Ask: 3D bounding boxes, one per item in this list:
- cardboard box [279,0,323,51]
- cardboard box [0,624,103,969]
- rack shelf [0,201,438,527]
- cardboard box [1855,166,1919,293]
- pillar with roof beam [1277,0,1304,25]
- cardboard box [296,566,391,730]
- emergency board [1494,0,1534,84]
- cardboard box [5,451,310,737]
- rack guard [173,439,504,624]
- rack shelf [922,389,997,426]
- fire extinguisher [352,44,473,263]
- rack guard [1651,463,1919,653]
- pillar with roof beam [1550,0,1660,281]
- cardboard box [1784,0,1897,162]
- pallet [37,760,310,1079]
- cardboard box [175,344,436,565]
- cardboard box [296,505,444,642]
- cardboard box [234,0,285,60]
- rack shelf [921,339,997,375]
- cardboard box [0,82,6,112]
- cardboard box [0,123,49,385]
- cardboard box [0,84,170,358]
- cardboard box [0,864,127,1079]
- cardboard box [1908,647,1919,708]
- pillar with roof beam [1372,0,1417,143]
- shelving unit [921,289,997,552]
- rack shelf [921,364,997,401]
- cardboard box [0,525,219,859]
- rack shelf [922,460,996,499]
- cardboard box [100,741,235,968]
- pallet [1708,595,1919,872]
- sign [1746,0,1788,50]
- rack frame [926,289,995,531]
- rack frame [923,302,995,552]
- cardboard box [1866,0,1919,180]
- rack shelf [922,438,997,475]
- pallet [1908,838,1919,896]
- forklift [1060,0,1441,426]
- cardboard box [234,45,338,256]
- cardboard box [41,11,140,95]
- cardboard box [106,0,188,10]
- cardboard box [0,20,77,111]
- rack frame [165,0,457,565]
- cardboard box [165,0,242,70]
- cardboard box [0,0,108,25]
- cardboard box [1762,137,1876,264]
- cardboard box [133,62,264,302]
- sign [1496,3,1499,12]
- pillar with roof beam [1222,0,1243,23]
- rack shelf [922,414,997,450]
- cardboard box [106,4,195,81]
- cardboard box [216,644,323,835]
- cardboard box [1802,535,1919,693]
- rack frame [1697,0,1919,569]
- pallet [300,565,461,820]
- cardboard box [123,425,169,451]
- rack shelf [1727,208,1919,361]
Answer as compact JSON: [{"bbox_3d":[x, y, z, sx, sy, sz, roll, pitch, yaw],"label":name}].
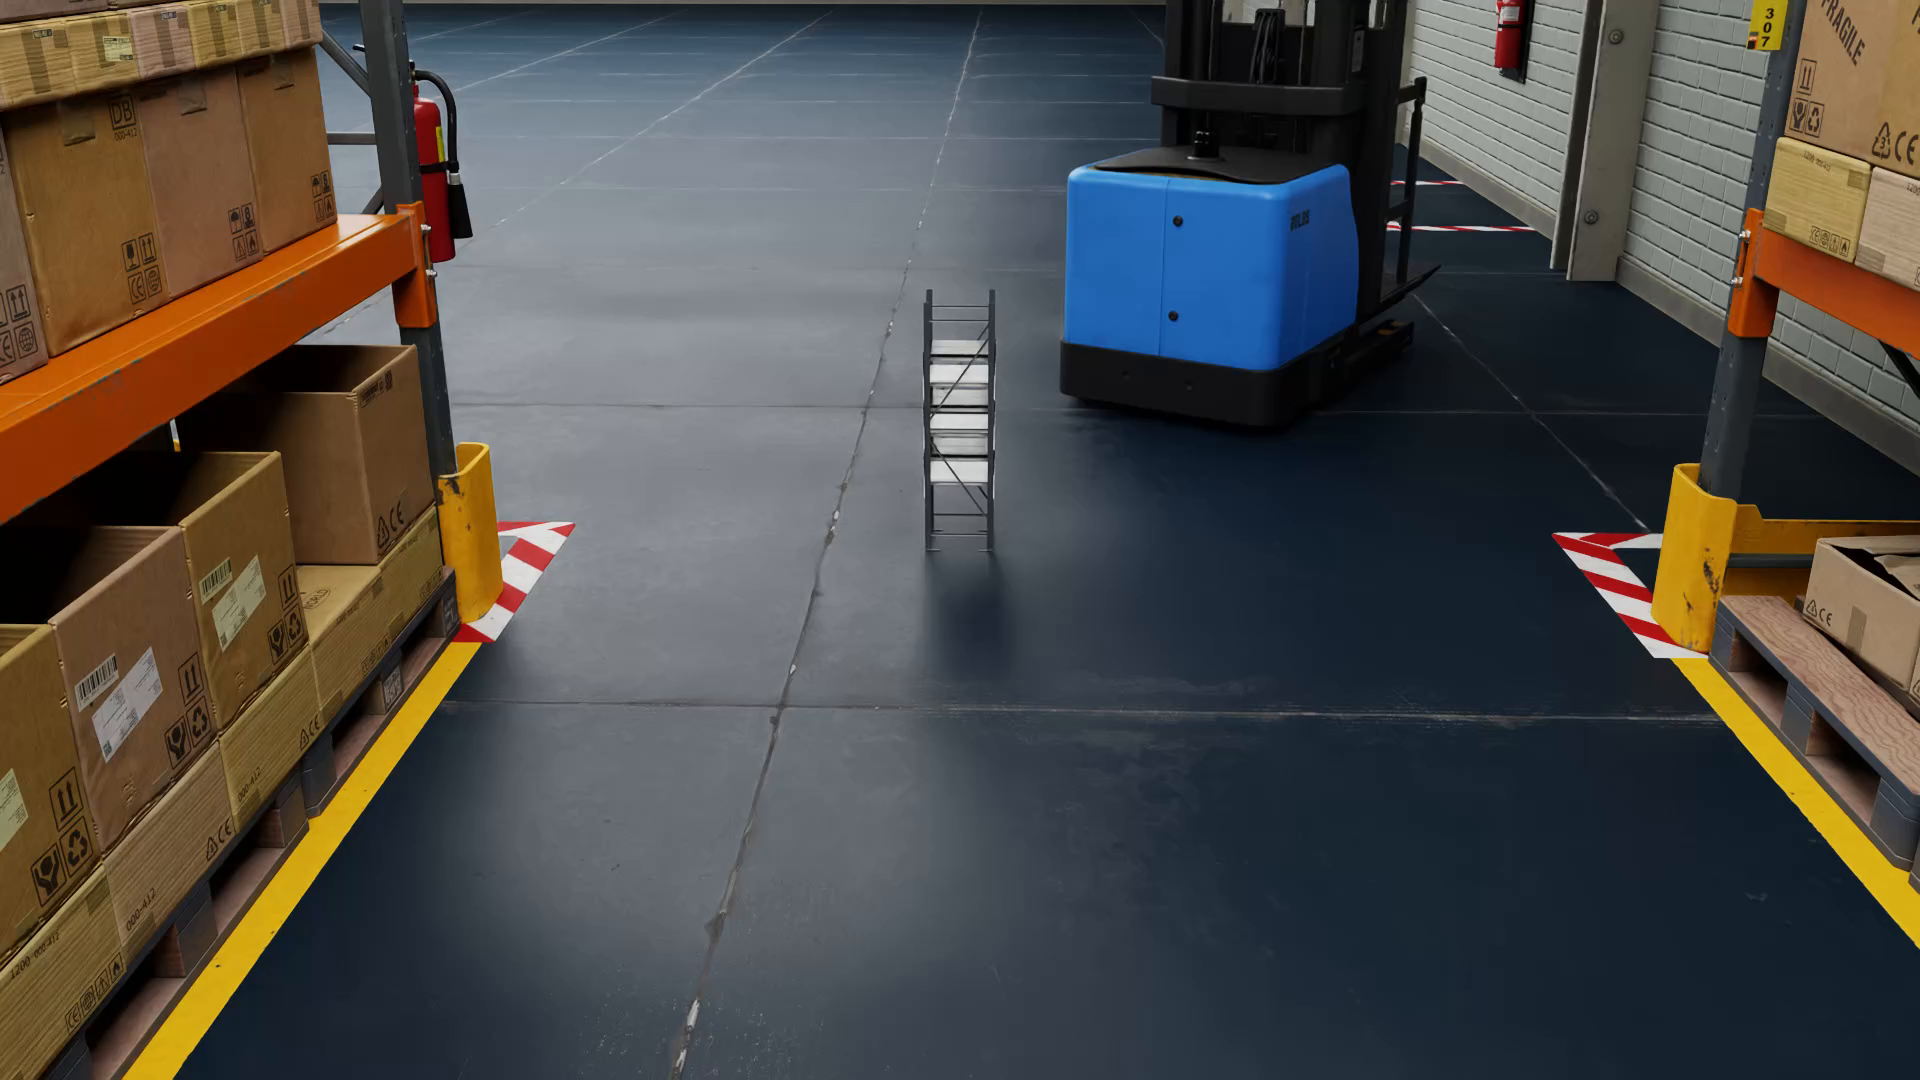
[{"bbox_3d":[-1.945,-1.397,4.447,0.380,0.149,0.250,0,21,1],"label":"cardboard box"},{"bbox_3d":[-1.889,0.469,2.858,0.500,0.500,0.500,1,21,2],"label":"cardboard box"},{"bbox_3d":[-2.185,-0.130,3.211,1.077,0.370,4.000,1,21,2],"label":"rack shelf"},{"bbox_3d":[2.494,-0.713,3.901,0.500,0.250,0.500,0,21,0],"label":"cardboard box"},{"bbox_3d":[-0.085,-10.225,19.941,9.100,9.000,0.400,1,21,2],"label":"pillar with roof beam"},{"bbox_3d":[-1.848,0.276,4.391,0.500,0.250,0.500,1,21,2],"label":"cardboard box"},{"bbox_3d":[3.966,-3.935,12.023,0.194,1.169,0.643,1,21,2],"label":"emergency board"},{"bbox_3d":[-1.859,0.107,3.790,0.500,0.500,0.500,1,21,2],"label":"cardboard box"},{"bbox_3d":[-2.123,-0.031,5.419,1.175,0.500,0.348,1,21,2],"label":"rack guard"},{"bbox_3d":[0.000,-0.469,5.838,0.258,0.077,0.200,1,21,2],"label":"rack shelf"},{"bbox_3d":[-1.656,-1.190,5.055,0.296,0.674,0.183,1,21,2],"label":"fire extinguisher"},{"bbox_3d":[2.825,0.058,5.189,1.175,0.500,0.348,1,21,2],"label":"rack guard"},{"bbox_3d":[-0.450,-5.886,8.758,9.100,9.000,0.400,1,21,2],"label":"pillar with roof beam"},{"bbox_3d":[2.512,-1.255,4.259,0.500,0.500,0.500,1,21,2],"label":"cardboard box"},{"bbox_3d":[-2.145,0.829,3.601,1.003,0.211,1.213,1,21,2],"label":"pallet"},{"bbox_3d":[-1.843,-0.254,4.722,0.500,0.500,0.500,1,21,2],"label":"cardboard box"},{"bbox_3d":[-1.845,0.095,4.857,0.500,0.250,0.500,1,21,2],"label":"cardboard box"},{"bbox_3d":[-1.952,-1.302,4.203,0.380,0.149,0.250,1,21,3],"label":"cardboard box"},{"bbox_3d":[0.000,-0.637,5.773,0.258,0.077,0.200,1,21,2],"label":"rack shelf"},{"bbox_3d":[-1.990,-0.836,3.002,0.380,0.149,0.250,0,21,1],"label":"cardboard box"},{"bbox_3d":[-2.196,-0.506,3.049,0.700,0.500,0.500,1,21,3],"label":"cardboard box"},{"bbox_3d":[-2.183,-0.697,3.539,0.700,0.500,0.500,1,21,2],"label":"cardboard box"},{"bbox_3d":[-1.888,0.819,2.993,0.500,0.250,0.500,1,21,2],"label":"cardboard box"},{"bbox_3d":[2.699,0.369,4.041,0.500,0.311,0.500,2,21,6],"label":"cardboard box"},{"bbox_3d":[-0.267,-8.055,14.349,9.100,9.000,0.400,1,21,2],"label":"pillar with roof beam"},{"bbox_3d":[0.000,-0.417,5.859,0.258,0.900,0.210,1,21,2],"label":"shelving unit"},{"bbox_3d":[0.000,-0.553,5.806,0.258,0.077,0.200,1,21,2],"label":"rack shelf"},{"bbox_3d":[-1.875,0.288,3.324,0.500,0.500,0.500,1,21,2],"label":"cardboard box"},{"bbox_3d":[0.000,-0.218,5.936,0.258,0.077,0.200,1,21,2],"label":"rack shelf"},{"bbox_3d":[-1.879,0.638,3.459,0.500,0.250,0.500,1,21,2],"label":"cardboard box"},{"bbox_3d":[2.765,0.486,4.485,1.003,0.211,1.213,1,21,2],"label":"pallet"},{"bbox_3d":[2.285,-1.544,4.666,0.100,0.325,0.005,1,21,2],"label":"sign"},{"bbox_3d":[0.003,-0.453,5.953,0.240,0.900,0.006,1,21,2],"label":"rack frame"},{"bbox_3d":[-0.003,-0.380,5.764,0.240,0.900,0.006,1,21,2],"label":"rack frame"},{"bbox_3d":[2.487,-1.076,3.798,0.500,0.500,0.500,1,21,2],"label":"cardboard box"},{"bbox_3d":[0.000,-0.302,5.903,0.258,0.077,0.200,1,21,2],"label":"rack shelf"},{"bbox_3d":[2.725,0.926,3.351,1.003,0.211,1.213,1,21,2],"label":"pallet"},{"bbox_3d":[1.658,-2.334,7.992,1.130,2.935,3.031,13,25,29],"label":"forklift"},{"bbox_3d":[-2.151,-1.066,4.491,0.700,0.500,0.500,1,21,2],"label":"cardboard box"},{"bbox_3d":[-1.977,-1.024,3.486,0.380,0.149,0.250,1,21,3],"label":"cardboard box"},{"bbox_3d":[-2.163,-1.461,3.717,0.700,0.500,0.500,0,21,0],"label":"cardboard box"},{"bbox_3d":[-1.983,-0.929,3.241,0.380,0.149,0.250,1,21,3],"label":"cardboard box"},{"bbox_3d":[-2.124,-1.188,4.944,1.000,3.000,0.127,1,21,2],"label":"rack frame"},{"bbox_3d":[-1.960,-1.210,3.965,0.380,0.149,0.250,0,21,1],"label":"cardboard box"},{"bbox_3d":[-2.178,-1.279,3.247,0.700,0.500,0.500,1,21,2],"label":"cardboard box"},{"bbox_3d":[2.495,-0.901,4.385,0.500,0.250,0.500,0,21,0],"label":"cardboard box"},{"bbox_3d":[-2.162,-0.876,4.002,0.700,0.500,0.500,1,21,3],"label":"cardboard box"},{"bbox_3d":[4.086,-4.150,12.529,0.001,0.329,0.234,1,21,2],"label":"sign"},{"bbox_3d":[0.098,-12.394,25.532,9.100,9.000,0.400,1,21,2],"label":"pillar with roof beam"},{"bbox_3d":[0.000,-0.386,5.871,0.258,0.077,0.200,1,21,2],"label":"rack shelf"},{"bbox_3d":[-1.969,-1.119,3.731,0.380,0.149,0.250,1,21,2],"label":"cardboard box"},{"bbox_3d":[-1.862,0.457,3.925,0.500,0.250,0.500,1,21,2],"label":"cardboard box"},{"bbox_3d":[2.716,0.163,4.572,0.500,0.311,0.500,-2,21,-4],"label":"cardboard box"},{"bbox_3d":[2.827,-1.135,4.807,1.000,3.000,0.127,1,21,2],"label":"rack frame"},{"bbox_3d":[-2.106,0.389,4.735,1.003,0.211,1.213,1,21,2],"label":"pallet"},{"bbox_3d":[-2.376,-0.079,4.271,0.500,0.500,0.500,1,21,2],"label":"cardboard box"},{"bbox_3d":[2.767,-0.076,3.074,1.077,0.370,4.000,1,21,2],"label":"rack shelf"}]
